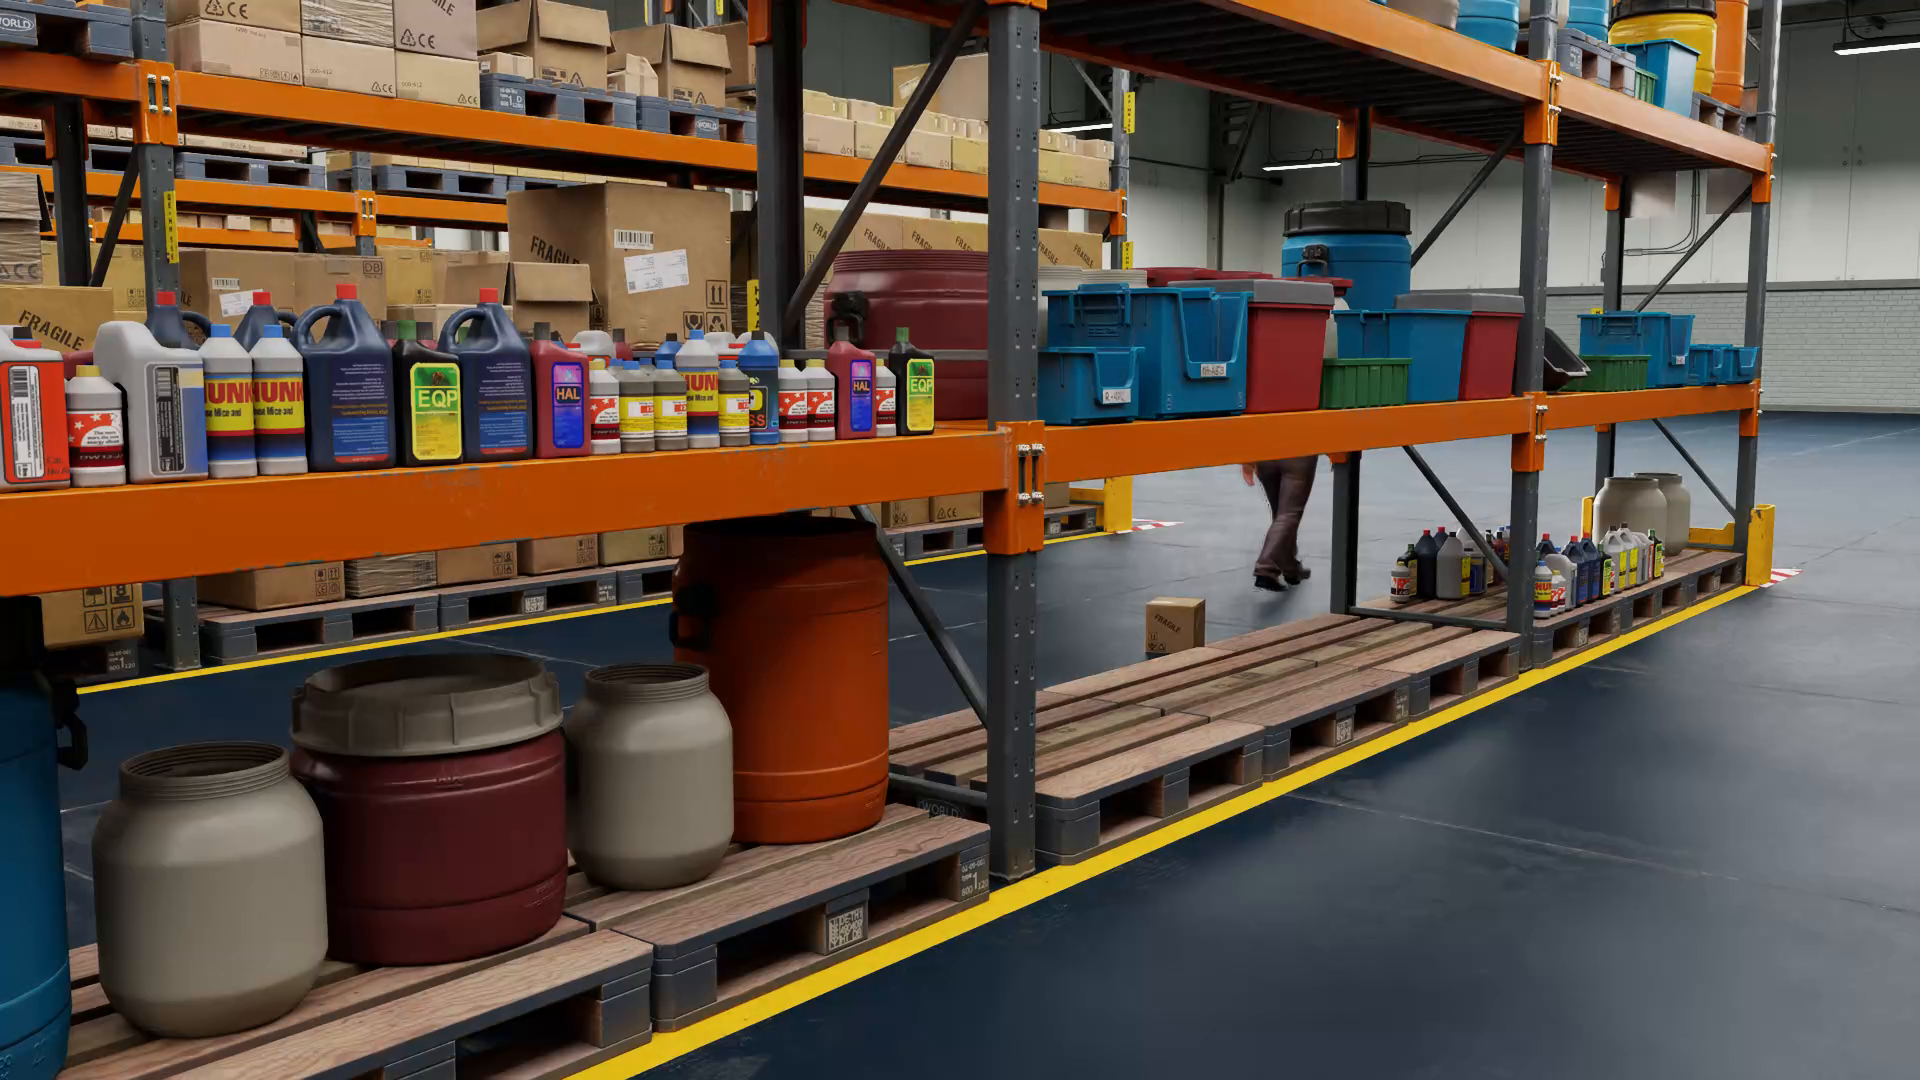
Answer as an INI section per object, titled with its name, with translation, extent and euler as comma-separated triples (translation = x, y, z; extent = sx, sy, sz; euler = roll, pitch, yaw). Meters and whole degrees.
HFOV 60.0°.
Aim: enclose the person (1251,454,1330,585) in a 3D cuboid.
[person]
translation = 2.073, -0.525, 10.359
extent = 0.530, 1.684, 0.933
euler = 5, 8, 37
